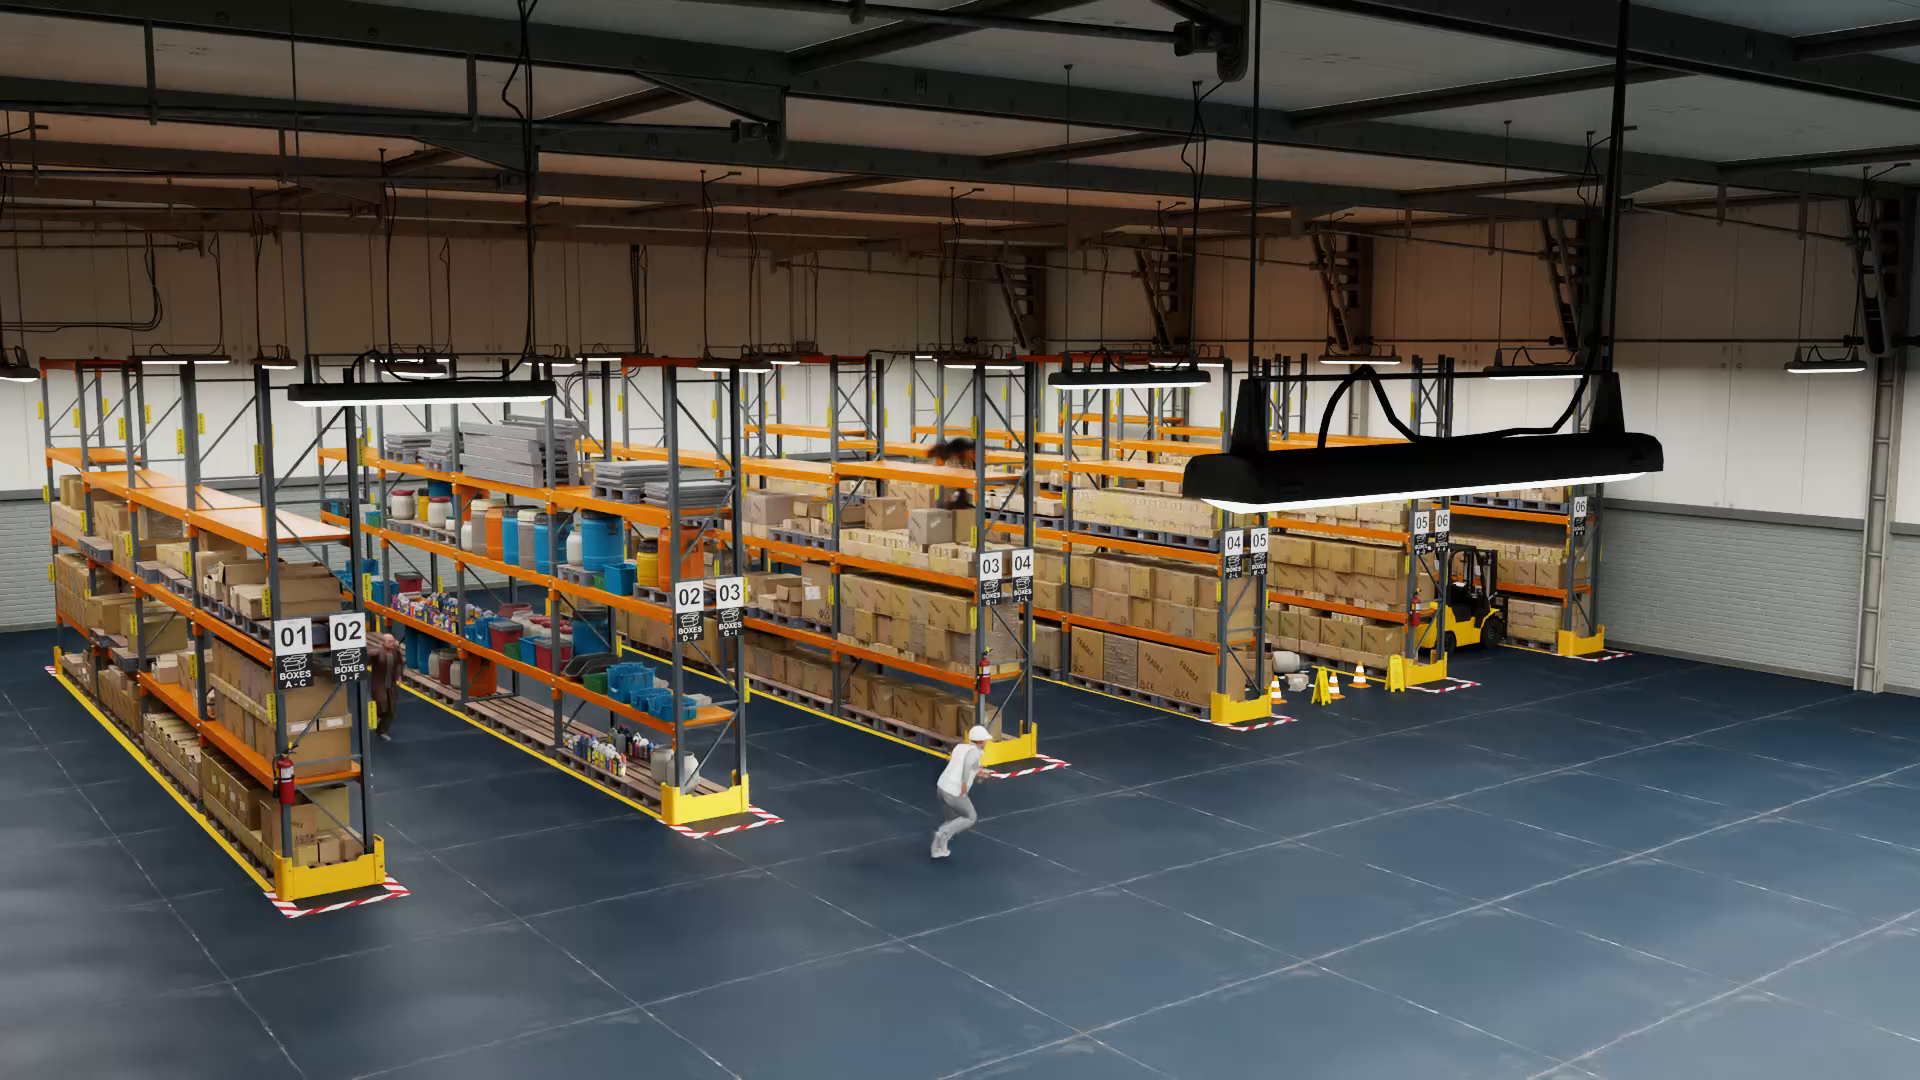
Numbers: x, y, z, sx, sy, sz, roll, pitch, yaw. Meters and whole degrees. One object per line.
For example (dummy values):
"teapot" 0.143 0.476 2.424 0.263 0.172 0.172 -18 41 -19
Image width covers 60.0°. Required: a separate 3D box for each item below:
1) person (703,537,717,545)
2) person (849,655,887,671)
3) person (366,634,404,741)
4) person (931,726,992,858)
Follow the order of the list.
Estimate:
"person" -6.215 0.612 40.777 0.779 1.704 0.741 3 8 26
"person" -1.770 1.672 32.126 0.576 1.658 0.931 -6 9 -42
"person" -9.201 2.318 26.447 0.707 1.712 0.718 5 9 36
"person" 0.039 3.098 20.394 0.833 1.602 0.691 -3 7 -23
